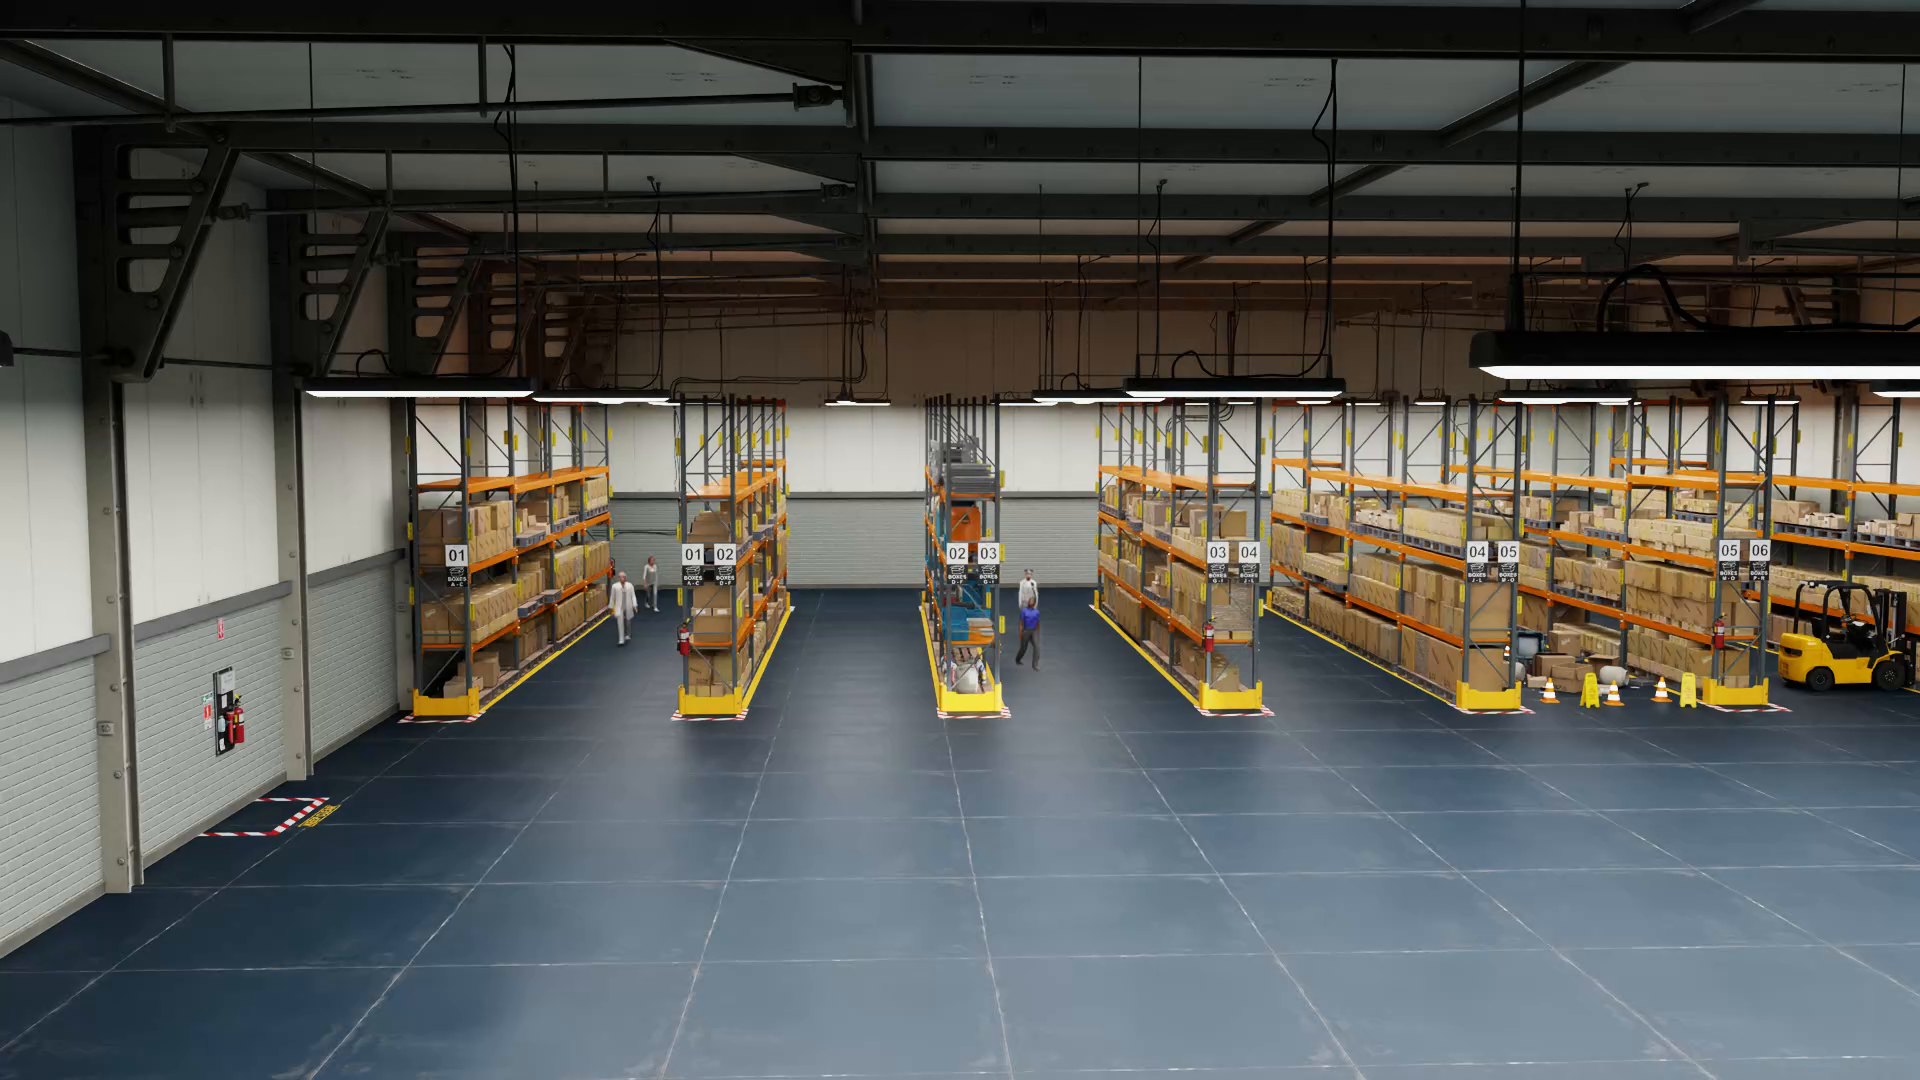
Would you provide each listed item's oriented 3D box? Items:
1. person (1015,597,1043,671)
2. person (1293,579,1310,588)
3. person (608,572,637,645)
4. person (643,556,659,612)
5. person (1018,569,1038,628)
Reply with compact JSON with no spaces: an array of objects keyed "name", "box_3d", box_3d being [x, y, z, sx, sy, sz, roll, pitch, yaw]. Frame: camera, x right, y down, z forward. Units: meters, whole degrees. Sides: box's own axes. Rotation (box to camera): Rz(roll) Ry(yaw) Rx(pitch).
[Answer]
[{"name":"person","box_3d":[1.490,2.043,36.313,0.544,1.584,0.908,-2,5,-23]},{"name":"person","box_3d":[10.143,1.038,48.913,0.926,1.625,0.546,0,5,1]},{"name":"person","box_3d":[-8.209,1.659,40.495,0.697,1.742,1.088,-1,5,-15]},{"name":"person","box_3d":[-8.730,1.228,46.976,0.464,1.548,0.837,-2,5,-20]},{"name":"person","box_3d":[1.734,1.545,42.302,0.508,1.650,0.707,0,5,-6]}]
